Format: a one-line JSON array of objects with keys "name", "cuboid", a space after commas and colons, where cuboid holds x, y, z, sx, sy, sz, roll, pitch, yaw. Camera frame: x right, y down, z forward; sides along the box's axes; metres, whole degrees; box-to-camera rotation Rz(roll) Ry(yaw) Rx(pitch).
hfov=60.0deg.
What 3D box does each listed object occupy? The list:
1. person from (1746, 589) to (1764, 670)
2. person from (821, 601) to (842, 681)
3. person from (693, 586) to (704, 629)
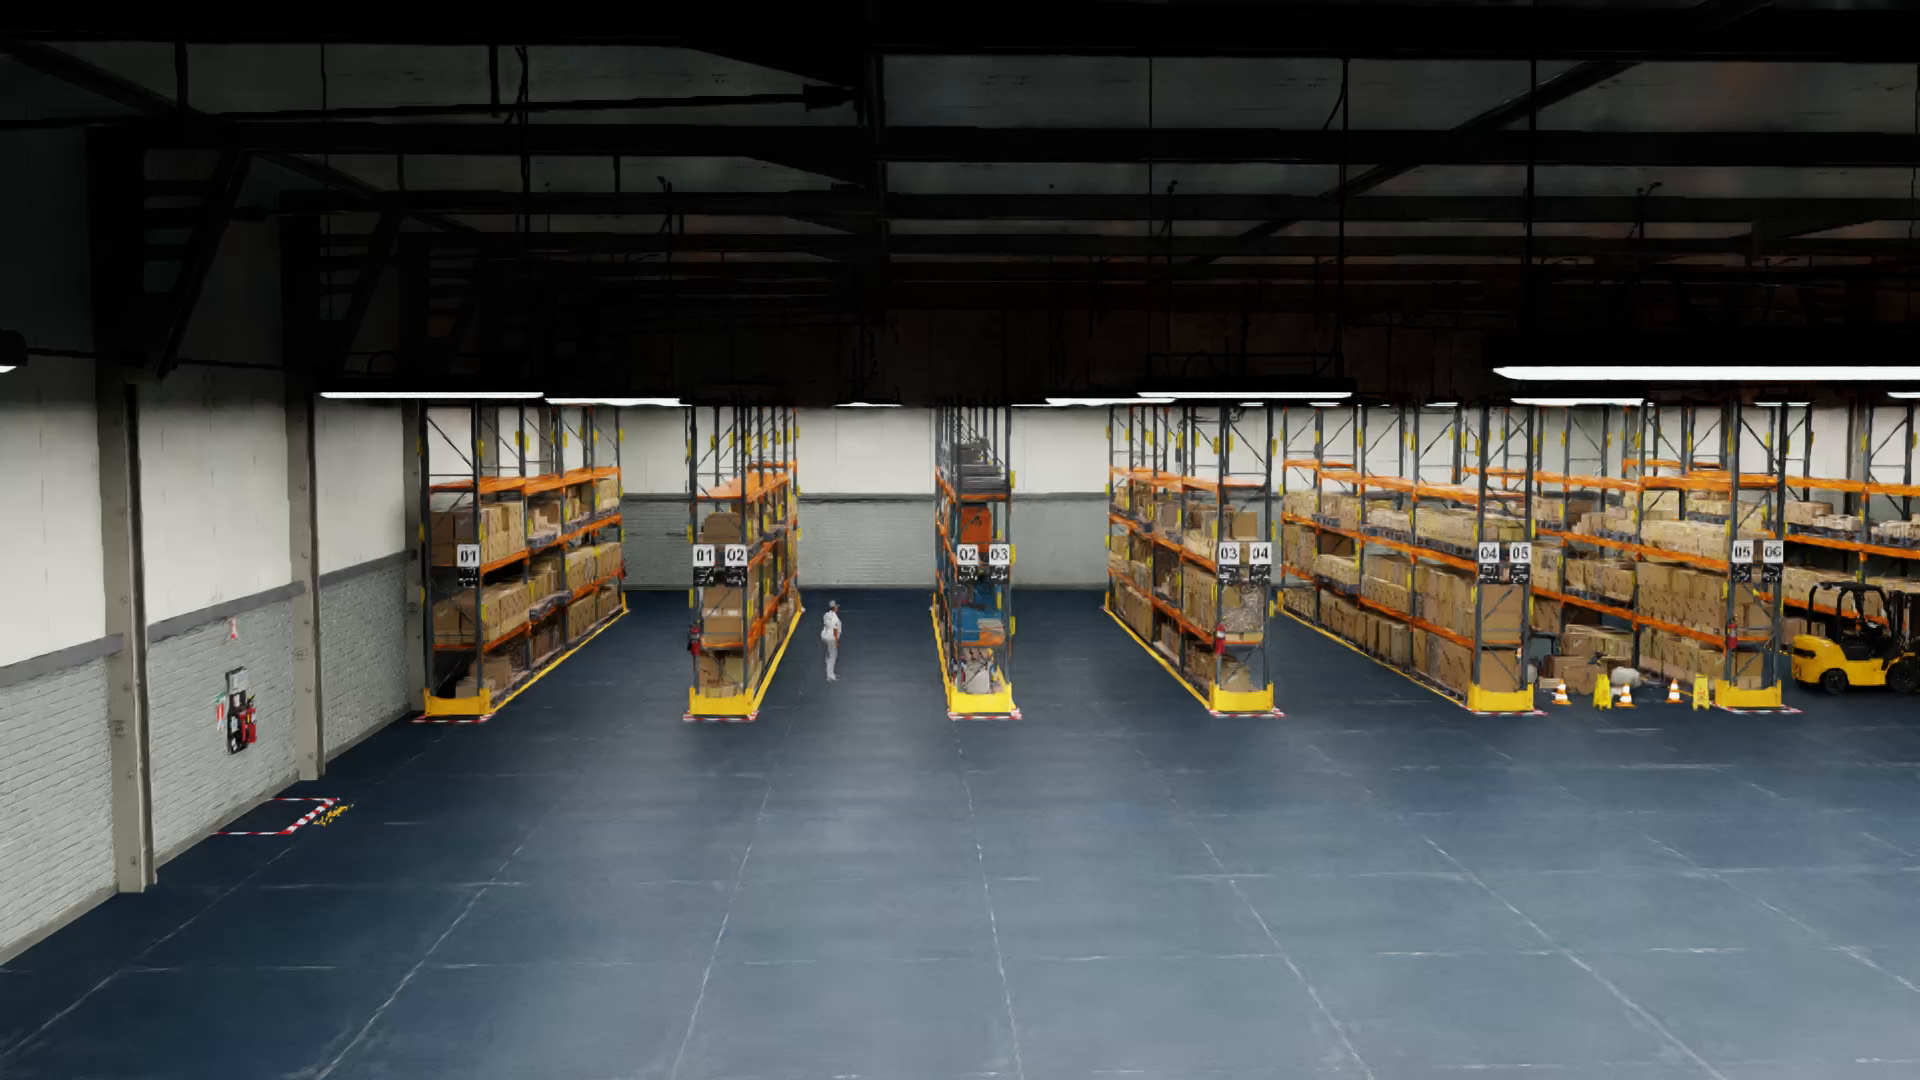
[{"name": "person", "cuboid": [17.360, 1.956, 36.502, 0.573, 1.764, 0.669, 2, 5, 28]}, {"name": "person", "cuboid": [-2.682, 2.118, 35.109, 0.463, 1.673, 0.578, -3, 5, -29]}, {"name": "person", "cuboid": [-6.642, 1.487, 42.981, 0.540, 1.676, 1.120, 0, 5, -4]}]
